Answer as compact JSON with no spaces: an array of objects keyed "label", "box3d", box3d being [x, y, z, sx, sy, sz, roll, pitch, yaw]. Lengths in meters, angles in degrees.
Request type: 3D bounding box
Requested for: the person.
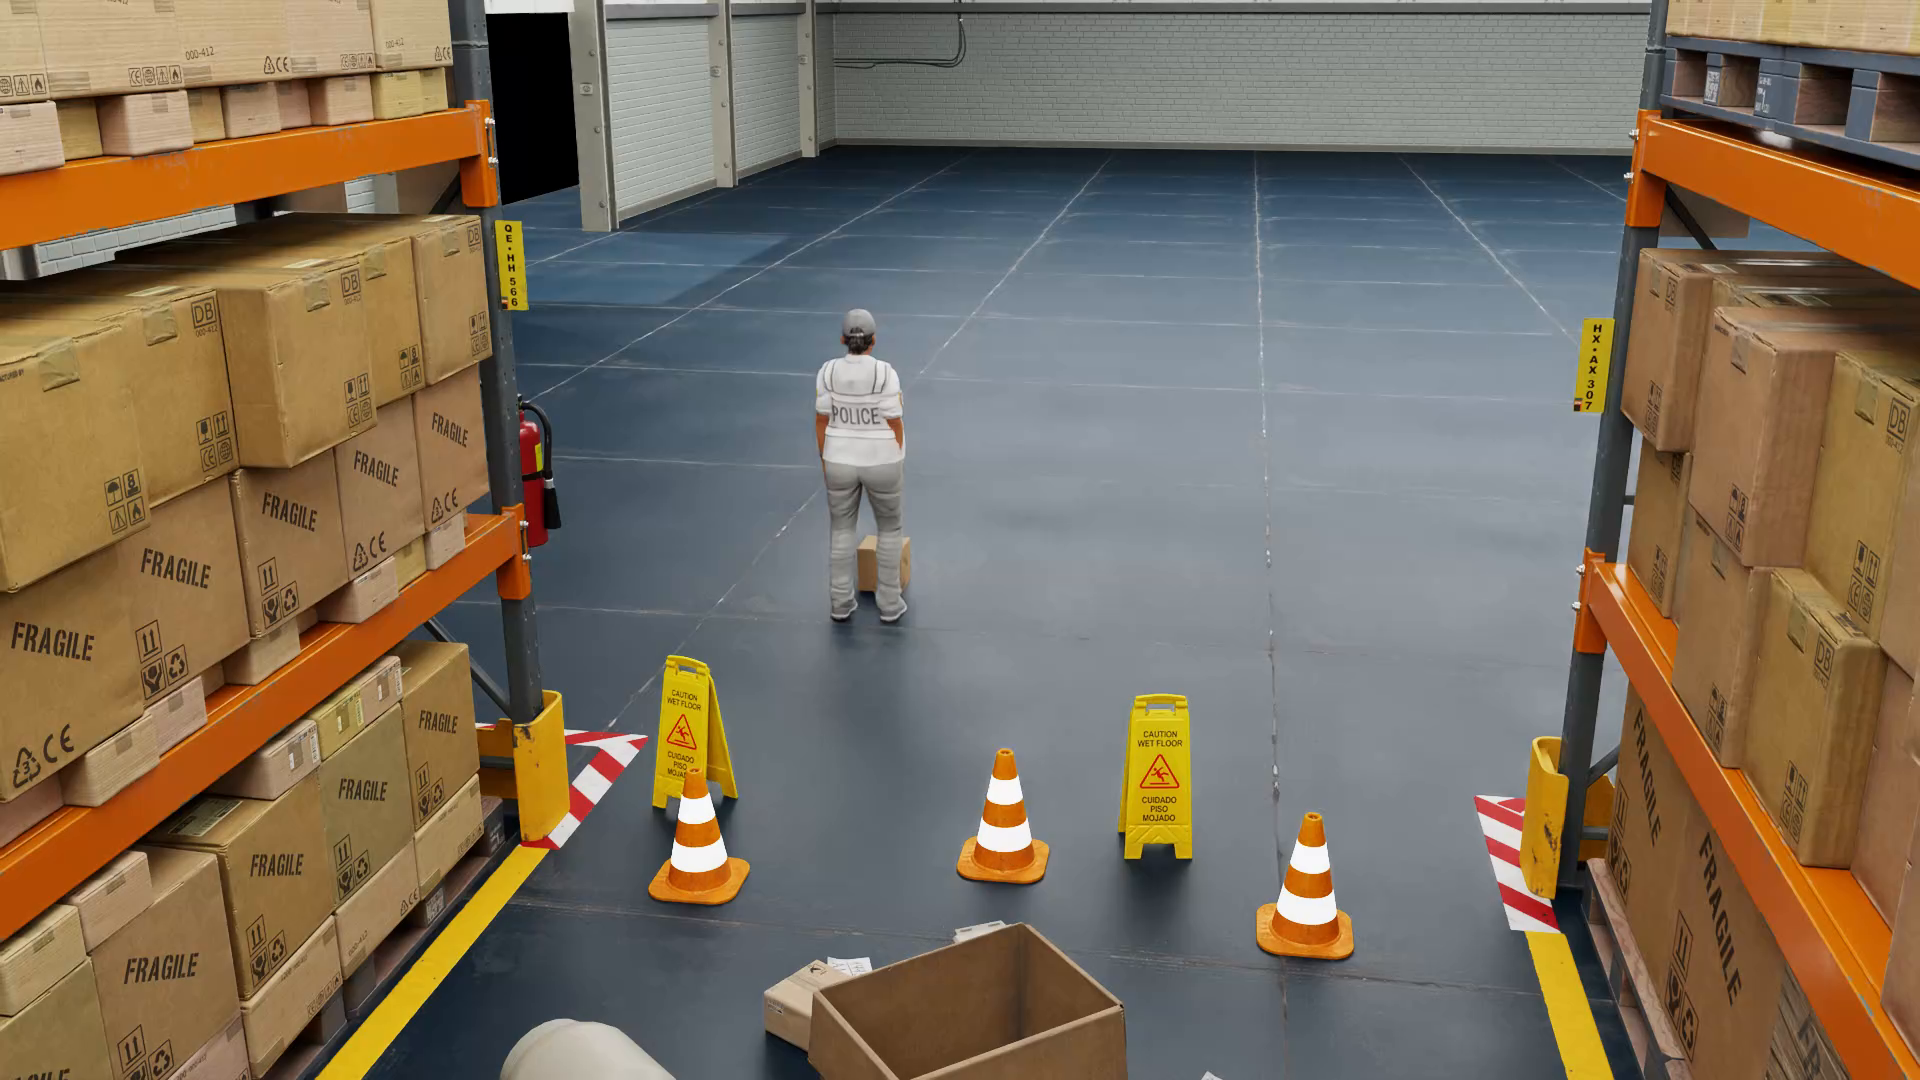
[{"label":"person","box3d":[-0.519,-0.390,8.764,0.468,1.659,0.391,3,18,10]}]
